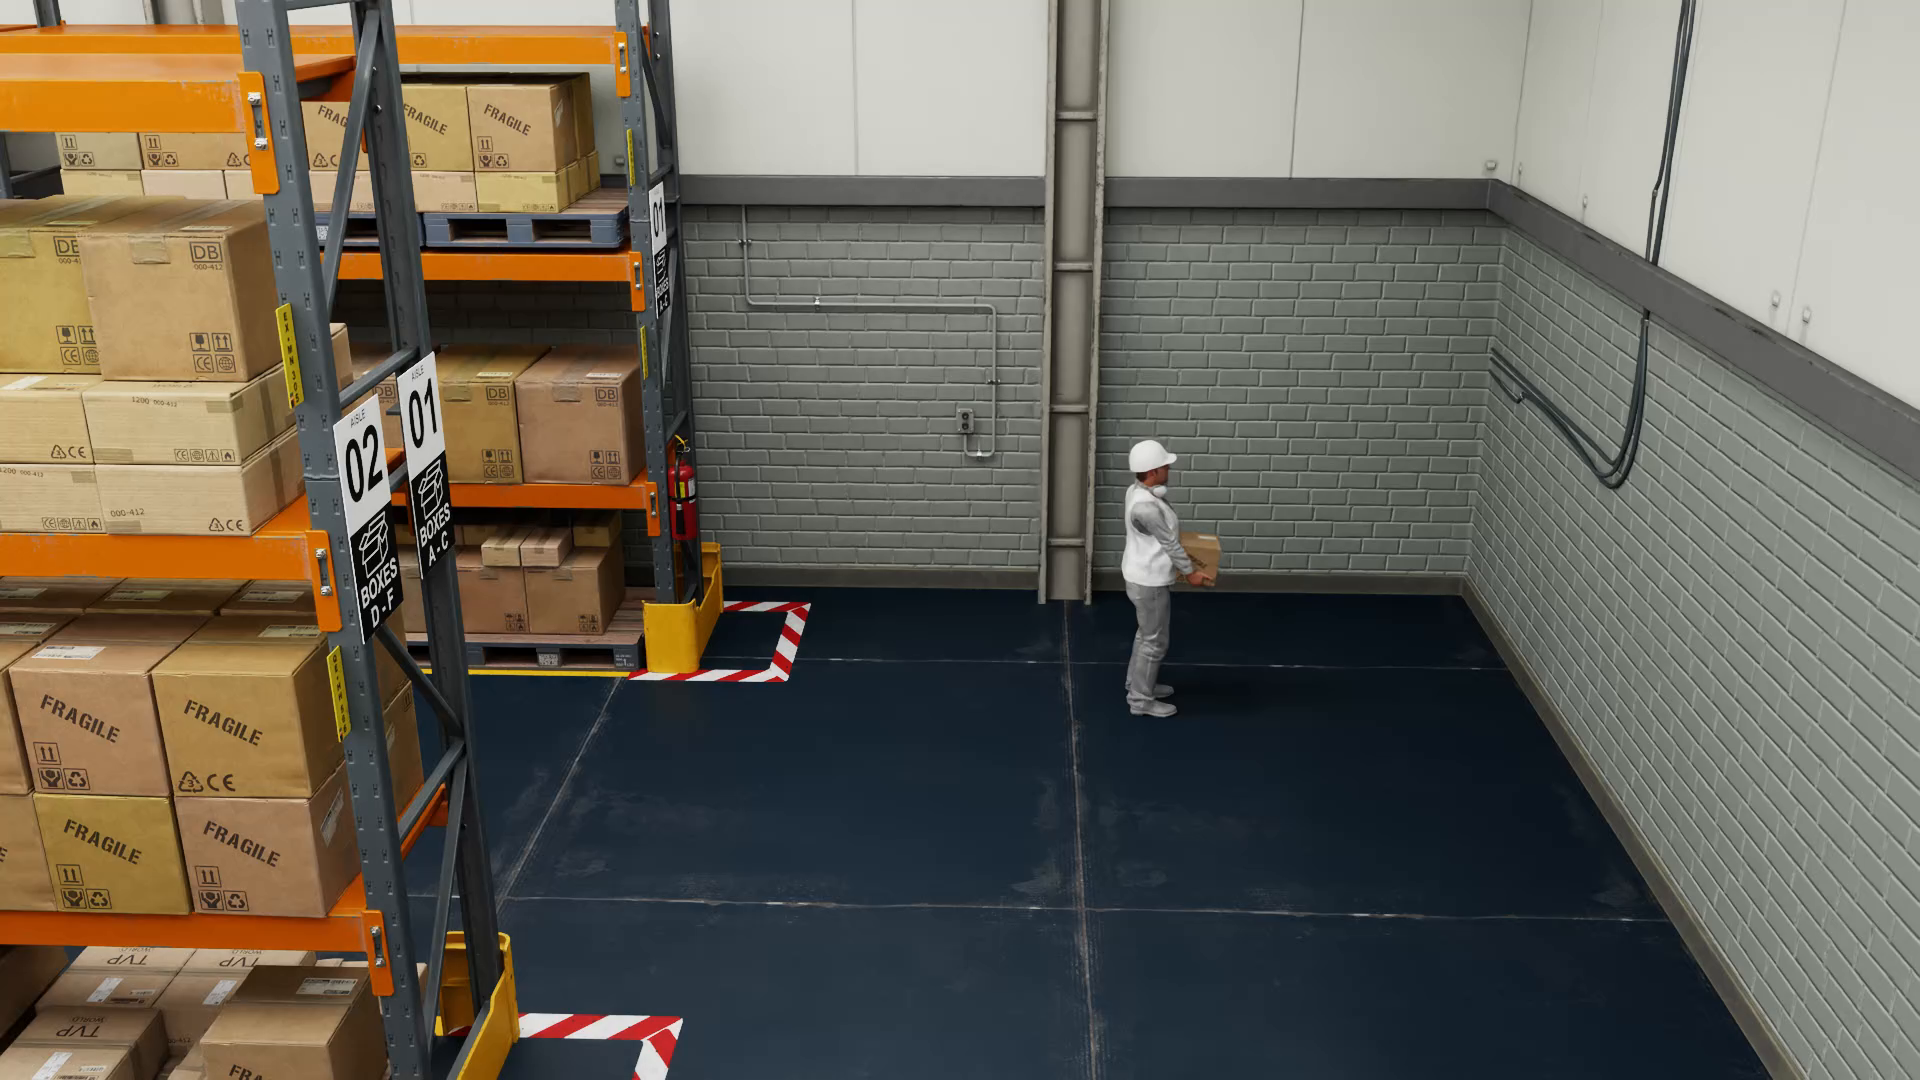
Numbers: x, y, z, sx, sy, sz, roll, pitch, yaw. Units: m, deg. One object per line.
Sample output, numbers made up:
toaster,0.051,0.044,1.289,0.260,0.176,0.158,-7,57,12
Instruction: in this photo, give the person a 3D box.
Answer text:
person,1.294,0.227,10.447,0.554,1.768,0.495,1,21,2
